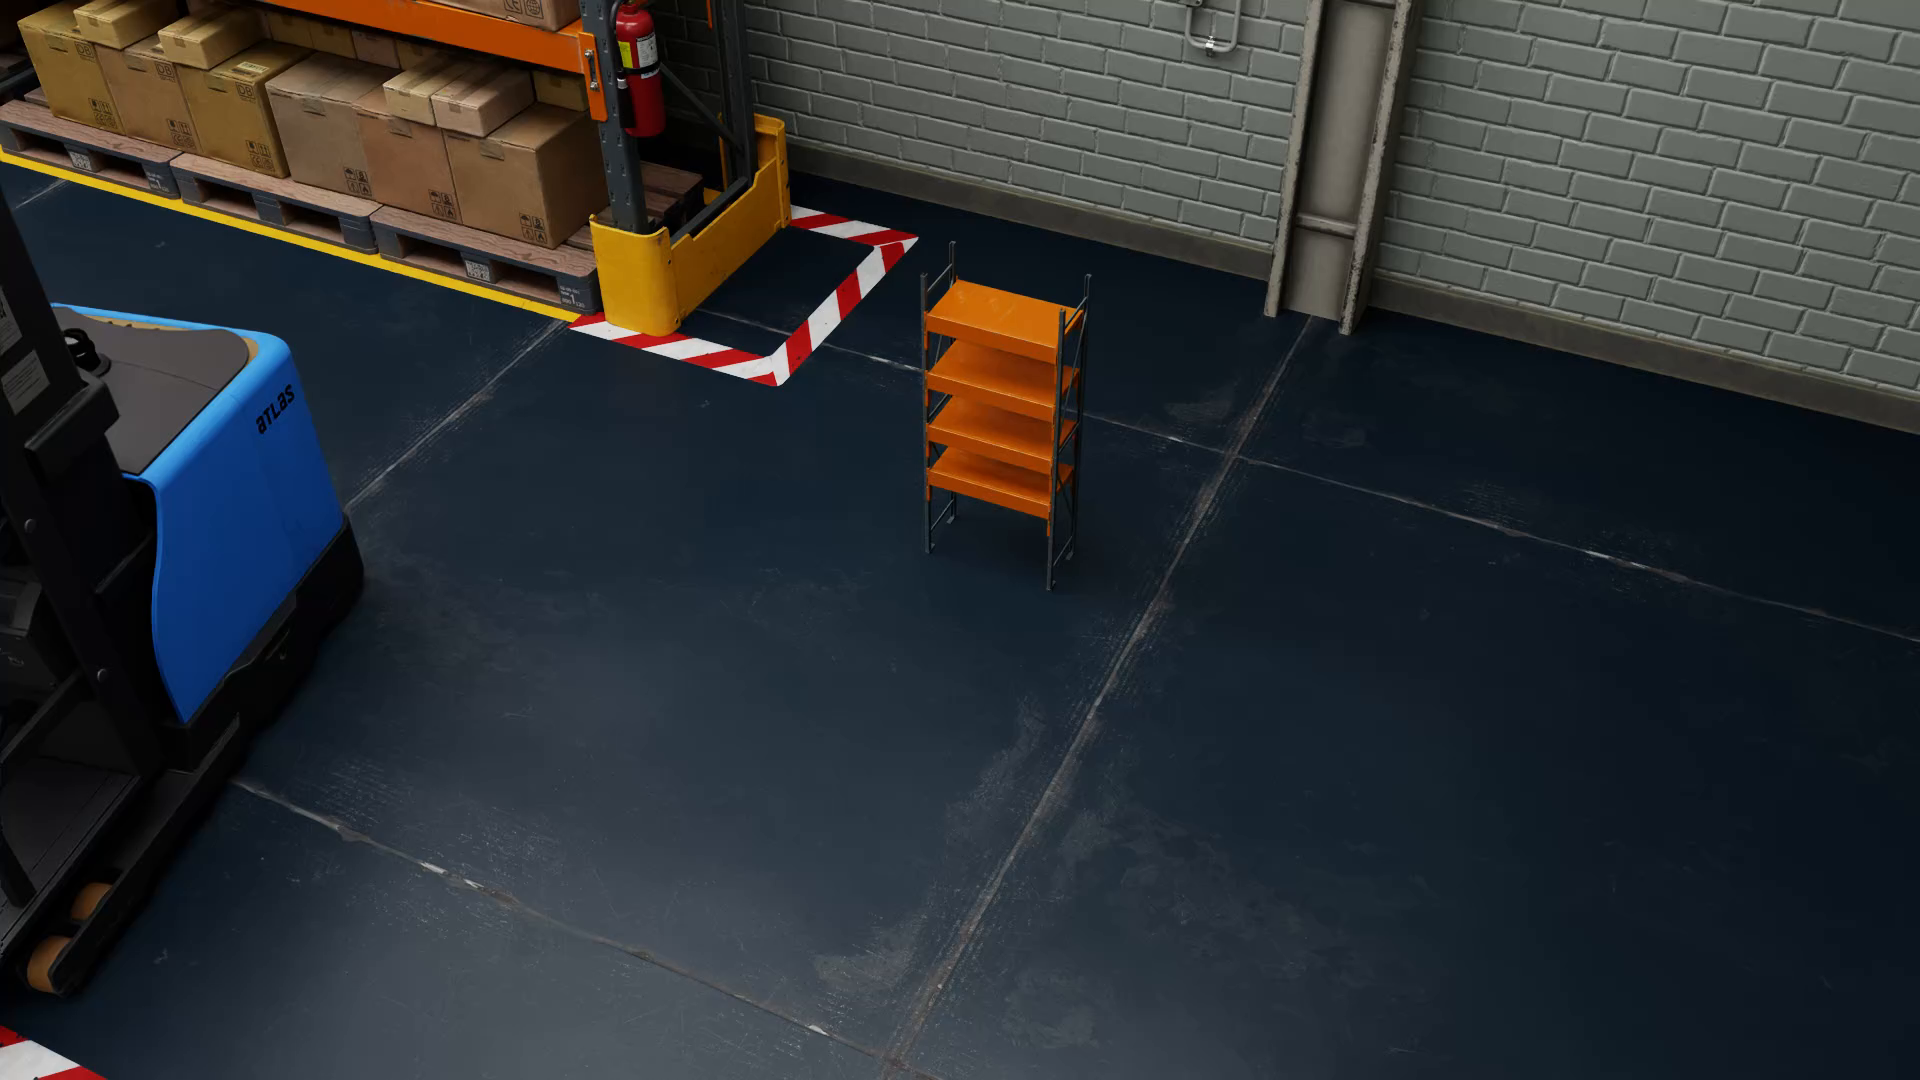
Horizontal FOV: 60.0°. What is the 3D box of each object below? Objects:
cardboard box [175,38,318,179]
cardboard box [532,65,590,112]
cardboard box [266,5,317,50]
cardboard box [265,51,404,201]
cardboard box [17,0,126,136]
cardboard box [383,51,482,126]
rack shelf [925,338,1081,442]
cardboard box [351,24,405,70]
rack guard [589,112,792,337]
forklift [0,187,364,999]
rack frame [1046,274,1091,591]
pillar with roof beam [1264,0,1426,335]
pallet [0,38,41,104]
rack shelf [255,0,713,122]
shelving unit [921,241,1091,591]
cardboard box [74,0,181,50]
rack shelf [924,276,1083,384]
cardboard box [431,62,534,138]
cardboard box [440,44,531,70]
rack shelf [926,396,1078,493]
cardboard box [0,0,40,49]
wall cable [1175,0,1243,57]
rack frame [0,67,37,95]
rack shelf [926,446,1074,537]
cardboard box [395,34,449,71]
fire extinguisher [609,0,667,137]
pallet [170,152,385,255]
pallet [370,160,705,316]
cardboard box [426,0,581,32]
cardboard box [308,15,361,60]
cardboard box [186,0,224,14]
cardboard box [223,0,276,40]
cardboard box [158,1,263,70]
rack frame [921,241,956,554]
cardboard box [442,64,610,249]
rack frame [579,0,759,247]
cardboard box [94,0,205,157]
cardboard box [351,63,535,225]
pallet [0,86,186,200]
[{"bbox_3d":[-3.288,-2.178,8.061,0.500,0.500,0.700,18,44,20],"label":"cardboard box"},{"bbox_3d":[-1.694,-2.087,7.460,0.250,0.149,0.380,17,44,19],"label":"cardboard box"},{"bbox_3d":[-3.073,-2.507,7.945,0.250,0.149,0.380,16,43,18],"label":"cardboard box"},{"bbox_3d":[-2.802,-2.035,7.895,0.500,0.500,0.700,16,43,17],"label":"cardboard box"},{"bbox_3d":[-4.206,-2.463,8.389,0.500,0.500,0.700,18,44,19],"label":"cardboard box"},{"bbox_3d":[-2.318,-2.000,7.360,0.250,0.149,0.380,18,44,20],"label":"cardboard box"},{"bbox_3d":[0.150,-0.526,5.702,0.480,0.148,0.258,17,44,19],"label":"rack shelf"},{"bbox_3d":[-2.611,-2.366,7.782,0.250,0.149,0.380,18,44,19],"label":"cardboard box"},{"bbox_3d":[-1.194,-1.458,7.550,0.348,0.500,1.175,17,44,19],"label":"rack guard"},{"bbox_3d":[-2.987,-0.092,4.118,1.130,2.935,3.031,9,42,10],"label":"forklift"},{"bbox_3d":[0.371,-0.340,5.726,0.015,1.200,0.240,17,44,19],"label":"rack frame"},{"bbox_3d":[-0.223,-1.886,1.556,0.400,9.000,9.100,17,44,19],"label":"pillar with roof beam"},{"bbox_3d":[-5.572,-2.632,9.125,1.213,0.211,1.003,17,44,19],"label":"pallet"},{"bbox_3d":[-3.028,-2.691,7.614,4.000,0.370,1.077,17,44,19],"label":"rack shelf"},{"bbox_3d":[0.150,-0.408,5.804,0.503,1.200,0.258,17,44,19],"label":"shelving unit"},{"bbox_3d":[-3.973,-2.505,7.942,0.250,0.149,0.380,18,44,20],"label":"cardboard box"},{"bbox_3d":[0.150,-0.704,5.547,0.480,0.148,0.258,17,44,19],"label":"rack shelf"},{"bbox_3d":[-2.086,-1.930,7.279,0.250,0.149,0.380,16,44,18],"label":"cardboard box"},{"bbox_3d":[-2.154,-2.226,7.621,0.250,0.149,0.380,17,44,19],"label":"cardboard box"},{"bbox_3d":[0.150,-0.357,5.848,0.480,0.148,0.258,17,44,19],"label":"rack shelf"},{"bbox_3d":[-5.485,-2.966,8.702,0.750,0.750,0.750,17,44,19],"label":"cardboard box"},{"bbox_3d":[0.345,-3.000,6.645,1.851,1.984,0.084,17,44,19],"label":"wall cable"},{"bbox_3d":[-4.841,-3.517,8.017,0.127,3.000,1.000,17,44,19],"label":"rack frame"},{"bbox_3d":[0.150,-0.207,5.978,0.480,0.148,0.258,17,44,19],"label":"rack shelf"},{"bbox_3d":[-2.380,-2.296,7.701,0.250,0.149,0.380,17,44,19],"label":"cardboard box"},{"bbox_3d":[-1.274,-1.923,6.522,0.183,0.674,0.296,17,44,19],"label":"fire extinguisher"},{"bbox_3d":[-3.075,-1.869,8.245,1.213,0.211,1.003,17,44,19],"label":"pallet"},{"bbox_3d":[-1.973,-1.530,7.854,1.213,0.211,1.003,17,44,19],"label":"pallet"},{"bbox_3d":[-1.682,-2.658,6.797,0.700,0.700,0.980,19,44,21],"label":"cardboard box"},{"bbox_3d":[-2.844,-2.437,7.864,0.250,0.149,0.380,17,44,19],"label":"cardboard box"},{"bbox_3d":[-3.536,-2.649,8.108,0.250,0.149,0.380,16,43,17],"label":"cardboard box"},{"bbox_3d":[-3.308,-2.578,8.027,0.250,0.149,0.380,17,44,19],"label":"cardboard box"},{"bbox_3d":[-3.500,-2.360,7.776,0.250,0.149,0.380,16,43,17],"label":"cardboard box"},{"bbox_3d":[-0.071,-0.475,5.882,0.015,1.200,0.240,17,44,19],"label":"rack frame"},{"bbox_3d":[-1.892,-1.757,7.575,0.500,0.500,0.700,17,44,19],"label":"cardboard box"},{"bbox_3d":[-1.216,-2.409,6.739,0.127,3.000,1.000,17,44,19],"label":"rack frame"},{"bbox_3d":[-3.752,-2.322,8.226,0.500,0.500,0.700,17,44,18],"label":"cardboard box"},{"bbox_3d":[-2.346,-1.896,7.735,0.500,0.500,0.700,17,44,19],"label":"cardboard box"},{"bbox_3d":[-4.185,-2.206,8.634,1.213,0.211,1.003,17,44,19],"label":"pallet"}]
